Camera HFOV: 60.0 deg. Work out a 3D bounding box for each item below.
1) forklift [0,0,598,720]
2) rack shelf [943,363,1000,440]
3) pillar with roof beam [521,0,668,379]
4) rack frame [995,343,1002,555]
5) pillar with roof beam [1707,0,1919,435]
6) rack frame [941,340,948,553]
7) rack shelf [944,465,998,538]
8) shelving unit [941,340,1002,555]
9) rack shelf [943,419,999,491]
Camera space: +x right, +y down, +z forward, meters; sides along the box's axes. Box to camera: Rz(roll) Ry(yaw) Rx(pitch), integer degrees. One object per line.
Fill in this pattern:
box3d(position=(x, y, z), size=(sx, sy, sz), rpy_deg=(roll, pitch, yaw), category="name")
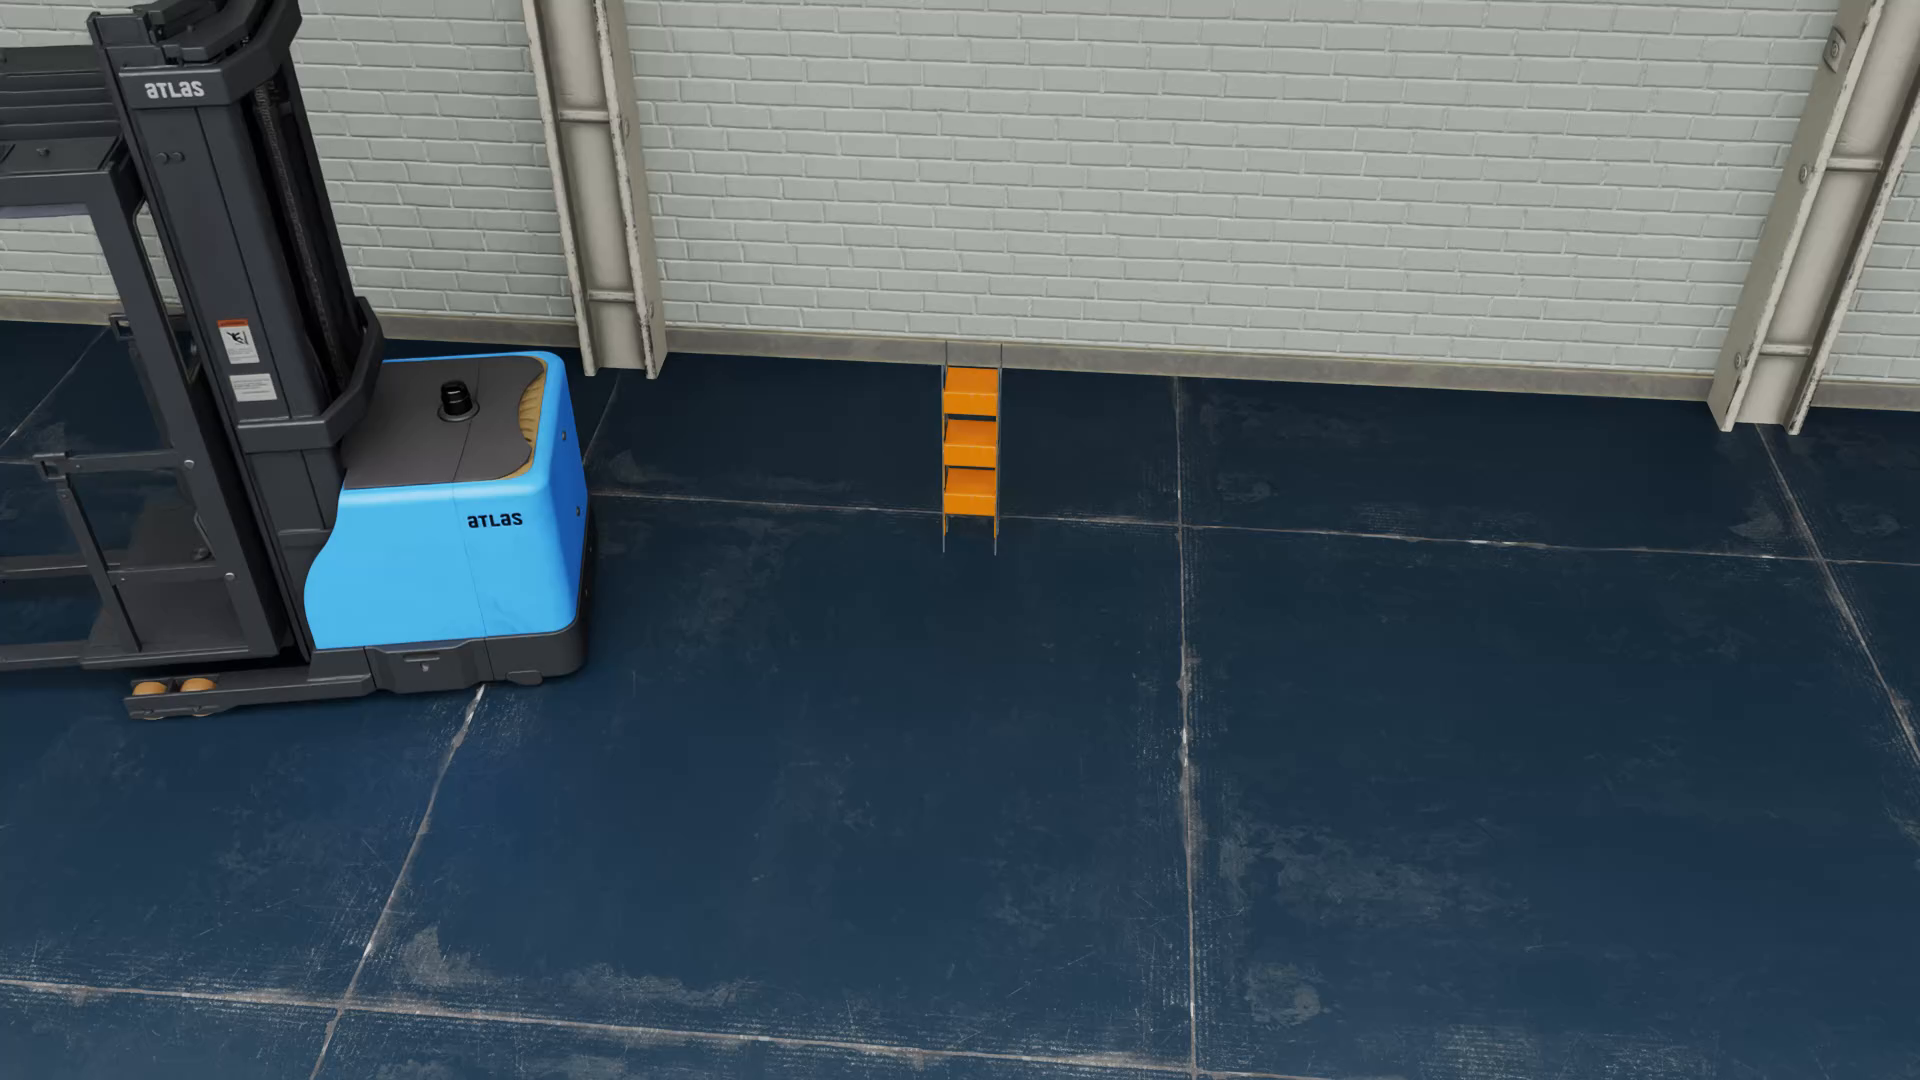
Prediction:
box3d(position=(-3.166, -0.733, 6.500), size=(3.031, 2.935, 1.130), rpy_deg=(-4, 39, -5), category="forklift")
box3d(position=(0.053, -0.616, 7.413), size=(0.240, 0.259, 0.215), rpy_deg=(3, 39, 4), category="rack shelf")
box3d(position=(-2.198, -1.761, 2.955), size=(0.400, 9.000, 9.100), rpy_deg=(3, 39, 4), category="pillar with roof beam")
box3d(position=(0.175, -0.398, 7.577), size=(0.008, 1.050, 0.200), rpy_deg=(3, 39, 4), category="rack frame")
box3d(position=(3.780, -1.434, 2.553), size=(0.400, 9.000, 9.100), rpy_deg=(3, 39, 4), category="pillar with roof beam")
box3d(position=(-0.068, -0.411, 7.594), size=(0.008, 1.050, 0.200), rpy_deg=(3, 39, 4), category="rack frame")
box3d(position=(0.053, -0.180, 7.768), size=(0.240, 0.259, 0.215), rpy_deg=(3, 39, 4), category="rack shelf")
box3d(position=(0.053, -0.404, 7.585), size=(0.252, 1.050, 0.215), rpy_deg=(3, 39, 4), category="shelving unit")
box3d(position=(0.053, -0.396, 7.592), size=(0.240, 0.259, 0.215), rpy_deg=(3, 39, 4), category="rack shelf")
